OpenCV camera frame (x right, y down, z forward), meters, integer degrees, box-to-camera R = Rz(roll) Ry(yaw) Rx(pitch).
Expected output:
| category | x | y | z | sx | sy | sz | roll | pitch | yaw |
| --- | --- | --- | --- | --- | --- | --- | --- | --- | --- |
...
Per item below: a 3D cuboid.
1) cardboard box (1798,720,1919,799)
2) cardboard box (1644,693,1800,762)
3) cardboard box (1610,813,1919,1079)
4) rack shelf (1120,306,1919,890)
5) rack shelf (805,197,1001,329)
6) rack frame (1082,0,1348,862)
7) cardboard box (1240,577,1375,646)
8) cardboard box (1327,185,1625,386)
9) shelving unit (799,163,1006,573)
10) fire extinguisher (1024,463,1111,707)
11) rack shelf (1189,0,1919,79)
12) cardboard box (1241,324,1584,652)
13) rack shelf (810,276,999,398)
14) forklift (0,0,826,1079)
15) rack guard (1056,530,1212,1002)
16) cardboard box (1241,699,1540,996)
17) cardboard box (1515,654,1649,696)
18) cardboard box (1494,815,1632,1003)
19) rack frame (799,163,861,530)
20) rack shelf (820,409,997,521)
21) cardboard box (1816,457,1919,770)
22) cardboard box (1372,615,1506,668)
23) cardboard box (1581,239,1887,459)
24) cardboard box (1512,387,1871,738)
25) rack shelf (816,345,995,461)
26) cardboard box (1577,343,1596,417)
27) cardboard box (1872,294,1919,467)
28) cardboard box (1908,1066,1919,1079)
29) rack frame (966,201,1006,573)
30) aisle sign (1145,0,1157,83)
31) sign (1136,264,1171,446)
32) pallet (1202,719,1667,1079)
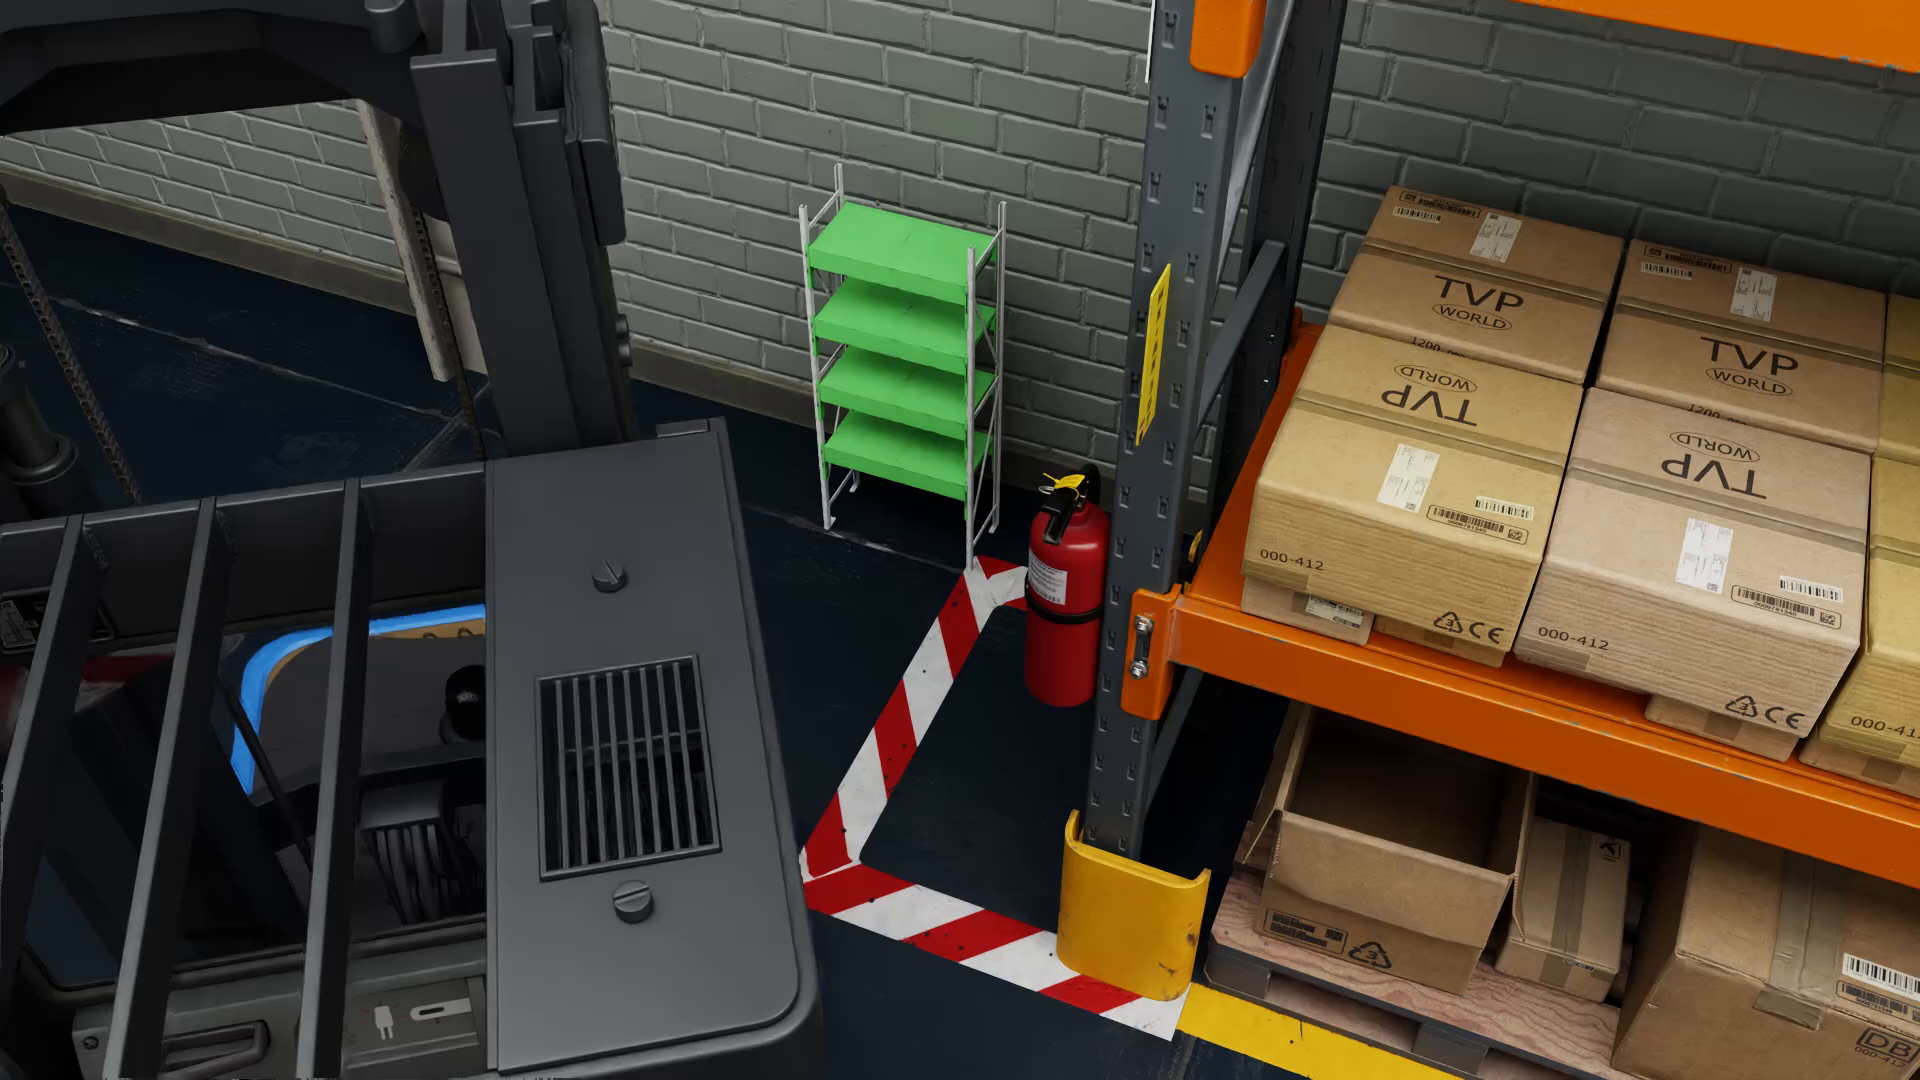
| category | x | y | z | sx | sy | sz | roll | pitch | yaw |
| --- | --- | --- | --- | --- | --- | --- | --- | --- | --- |
| cardboard box | 1.700 | 0.264 | 3.036 | 0.250 | 0.149 | 0.380 | 17 | 47 | 16 |
| cardboard box | 1.453 | 0.196 | 3.105 | 0.250 | 0.149 | 0.380 | 18 | 48 | 17 |
| cardboard box | 1.839 | 0.865 | 3.728 | 0.500 | 0.500 | 0.700 | 18 | 48 | 17 |
| rack shelf | 2.383 | 0.441 | 3.190 | 4.000 | 0.370 | 1.077 | 16 | 47 | 16 |
| rack shelf | -0.153 | -0.765 | 4.579 | 0.480 | 0.148 | 0.258 | 16 | 47 | 16 |
| rack frame | 0.537 | -0.357 | 3.482 | 0.127 | 3.000 | 1.000 | 16 | 47 | 16 |
| cardboard box | 0.735 | 0.000 | 3.302 | 0.250 | 0.149 | 0.380 | 16 | 47 | 16 |
| cardboard box | 1.064 | -0.457 | 3.478 | 0.500 | 0.250 | 0.500 | 18 | 48 | 17 |
| shelving unit | -0.153 | -0.470 | 4.872 | 0.503 | 1.200 | 0.258 | 16 | 47 | 16 |
| fire extinguisher | 0.223 | 0.063 | 3.379 | 0.183 | 0.674 | 0.296 | 16 | 47 | 16 |
| rack shelf | 2.383 | -0.622 | 2.132 | 4.000 | 0.370 | 1.077 | 16 | 47 | 16 |
| cardboard box | 0.852 | -0.111 | 3.130 | 0.500 | 0.250 | 0.500 | 17 | 47 | 16 |
| rack shelf | -0.153 | -0.595 | 4.748 | 0.480 | 0.148 | 0.258 | 16 | 47 | 16 |
| forklift | -0.730 | 0.876 | 2.291 | 1.130 | 2.935 | 3.031 | -8 | 45 | -8 |
| rack guard | 0.607 | 0.549 | 4.343 | 0.348 | 0.500 | 1.175 | 16 | 47 | 16 |
| cardboard box | 1.065 | 0.607 | 3.986 | 0.637 | 0.503 | 0.797 | 15 | 47 | 14 |
| cardboard box | 1.243 | 0.087 | 3.214 | 0.250 | 0.149 | 0.380 | 16 | 47 | 15 |
| cardboard box | 1.442 | 0.873 | 3.969 | 0.250 | 0.149 | 0.380 | 15 | 47 | 14 |
| rack frame | -0.378 | -0.537 | 4.939 | 0.015 | 1.200 | 0.240 | 16 | 47 | 16 |
| rack shelf | -0.153 | -0.255 | 5.086 | 0.480 | 0.148 | 0.258 | 16 | 47 | 16 |
| cardboard box | 1.786 | 0.161 | 2.857 | 0.500 | 0.250 | 0.500 | 16 | 47 | 15 |
| cardboard box | 0.987 | 0.039 | 3.263 | 0.250 | 0.149 | 0.380 | 17 | 47 | 17 |
| cardboard box | 1.539 | -0.317 | 3.337 | 0.500 | 0.250 | 0.500 | 17 | 47 | 16 |
| cardboard box | 1.317 | 0.026 | 2.993 | 0.500 | 0.250 | 0.500 | 17 | 47 | 16 |
| rack shelf | -0.153 | -0.425 | 4.917 | 0.480 | 0.148 | 0.258 | 16 | 47 | 16 |
| cardboard box | 1.434 | -0.228 | 3.530 | 0.250 | 0.149 | 0.380 | 15 | 47 | 15 |
| cardboard box | 1.994 | -0.179 | 3.199 | 0.500 | 0.250 | 0.500 | 18 | 48 | 17 |
| cardboard box | 2.288 | 1.074 | 3.519 | 0.500 | 0.500 | 0.500 | 17 | 47 | 17 |
| rack frame | 0.072 | -0.404 | 4.805 | 0.015 | 1.200 | 0.240 | 16 | 47 | 16 |
| aisle sign | 0.361 | -1.106 | 2.392 | 0.004 | 0.787 | 0.394 | 16 | 47 | 16 |
| sign | 0.328 | -0.311 | 2.822 | 0.005 | 0.325 | 0.100 | 16 | 47 | 16 |
| pallet | 1.343 | 0.868 | 4.228 | 1.213 | 0.211 | 1.003 | 16 | 47 | 16 |
